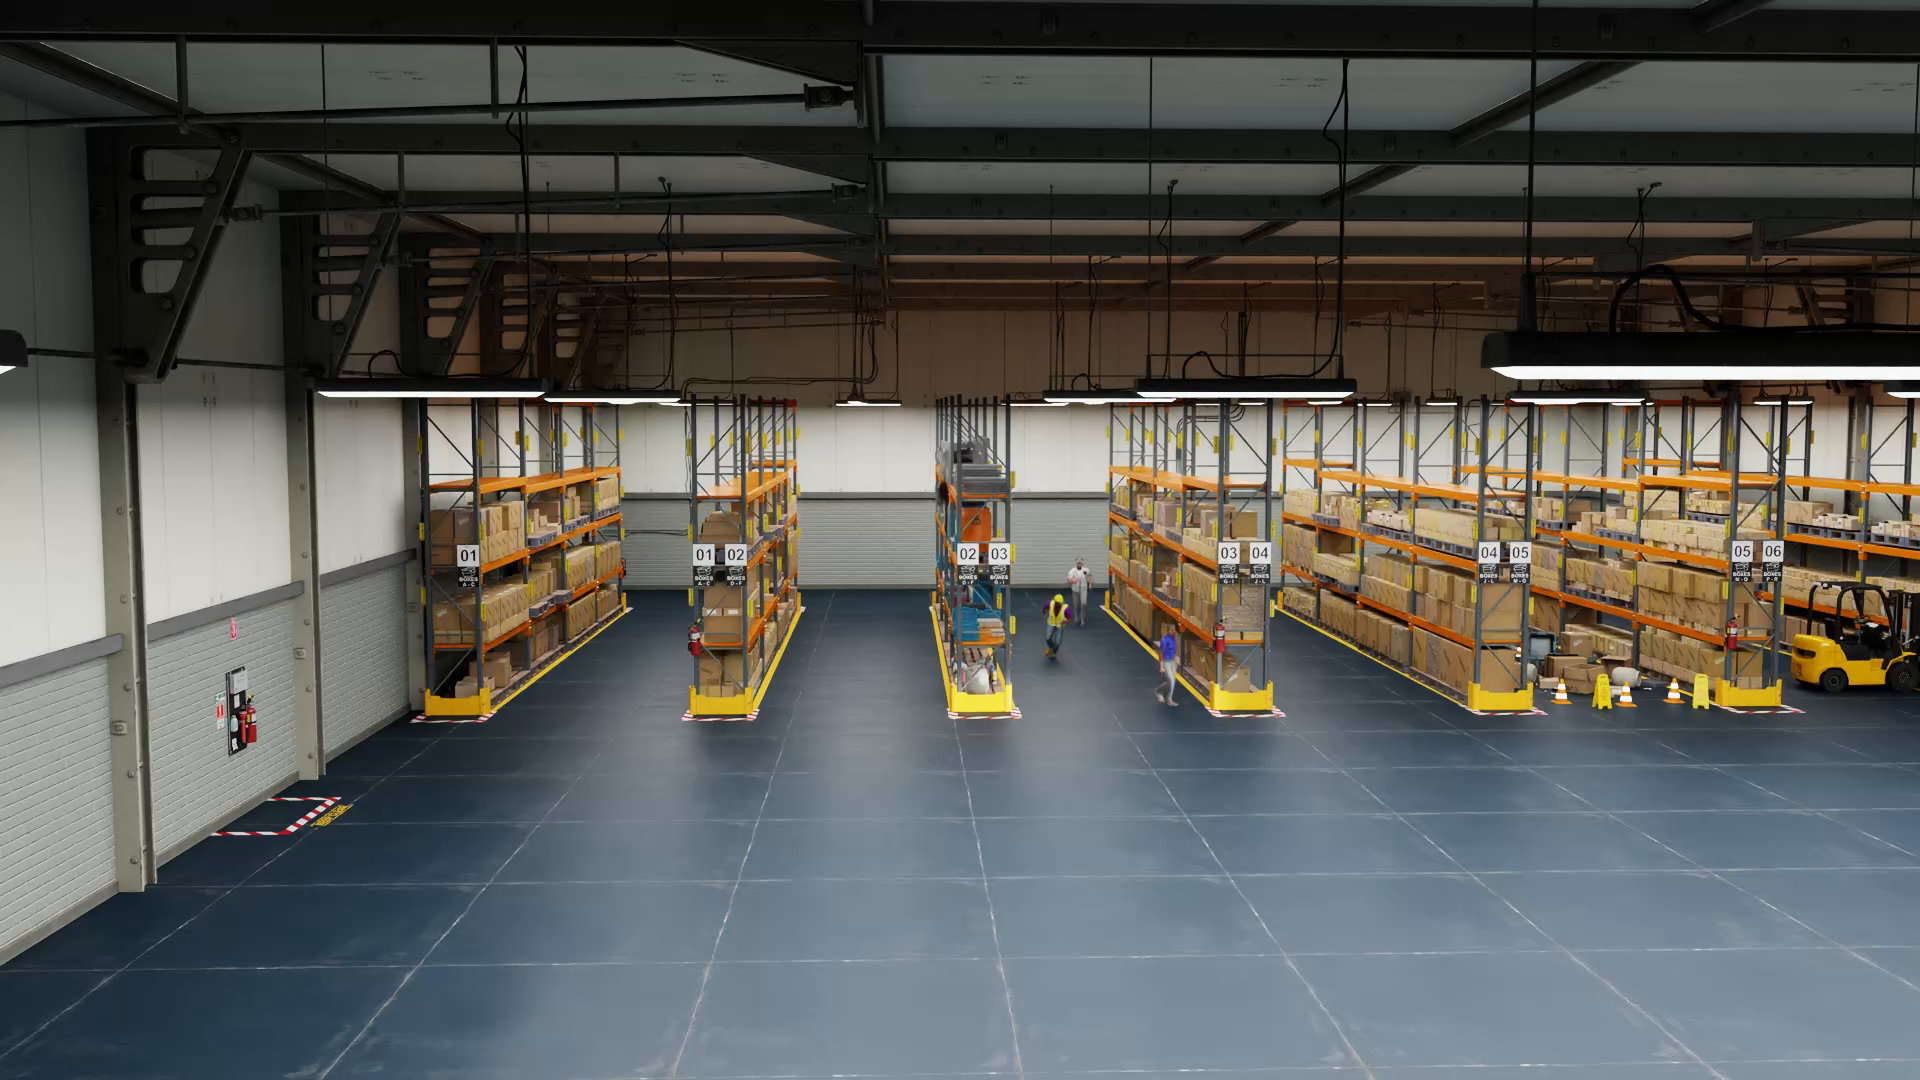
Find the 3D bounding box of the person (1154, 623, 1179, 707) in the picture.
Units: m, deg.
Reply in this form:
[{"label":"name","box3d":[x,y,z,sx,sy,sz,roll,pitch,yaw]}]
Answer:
[{"label":"person","box3d":[3.940,2.391,31.822,0.497,1.633,0.529,4,6,41]}]

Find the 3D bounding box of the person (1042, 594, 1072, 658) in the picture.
[{"label":"person","box3d":[2.195,1.963,37.909,0.741,1.531,0.976,1,5,9]}]

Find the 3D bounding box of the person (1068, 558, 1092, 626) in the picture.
[{"label":"person","box3d":[3.182,1.376,44.174,0.636,1.838,0.854,0,5,5]}]
